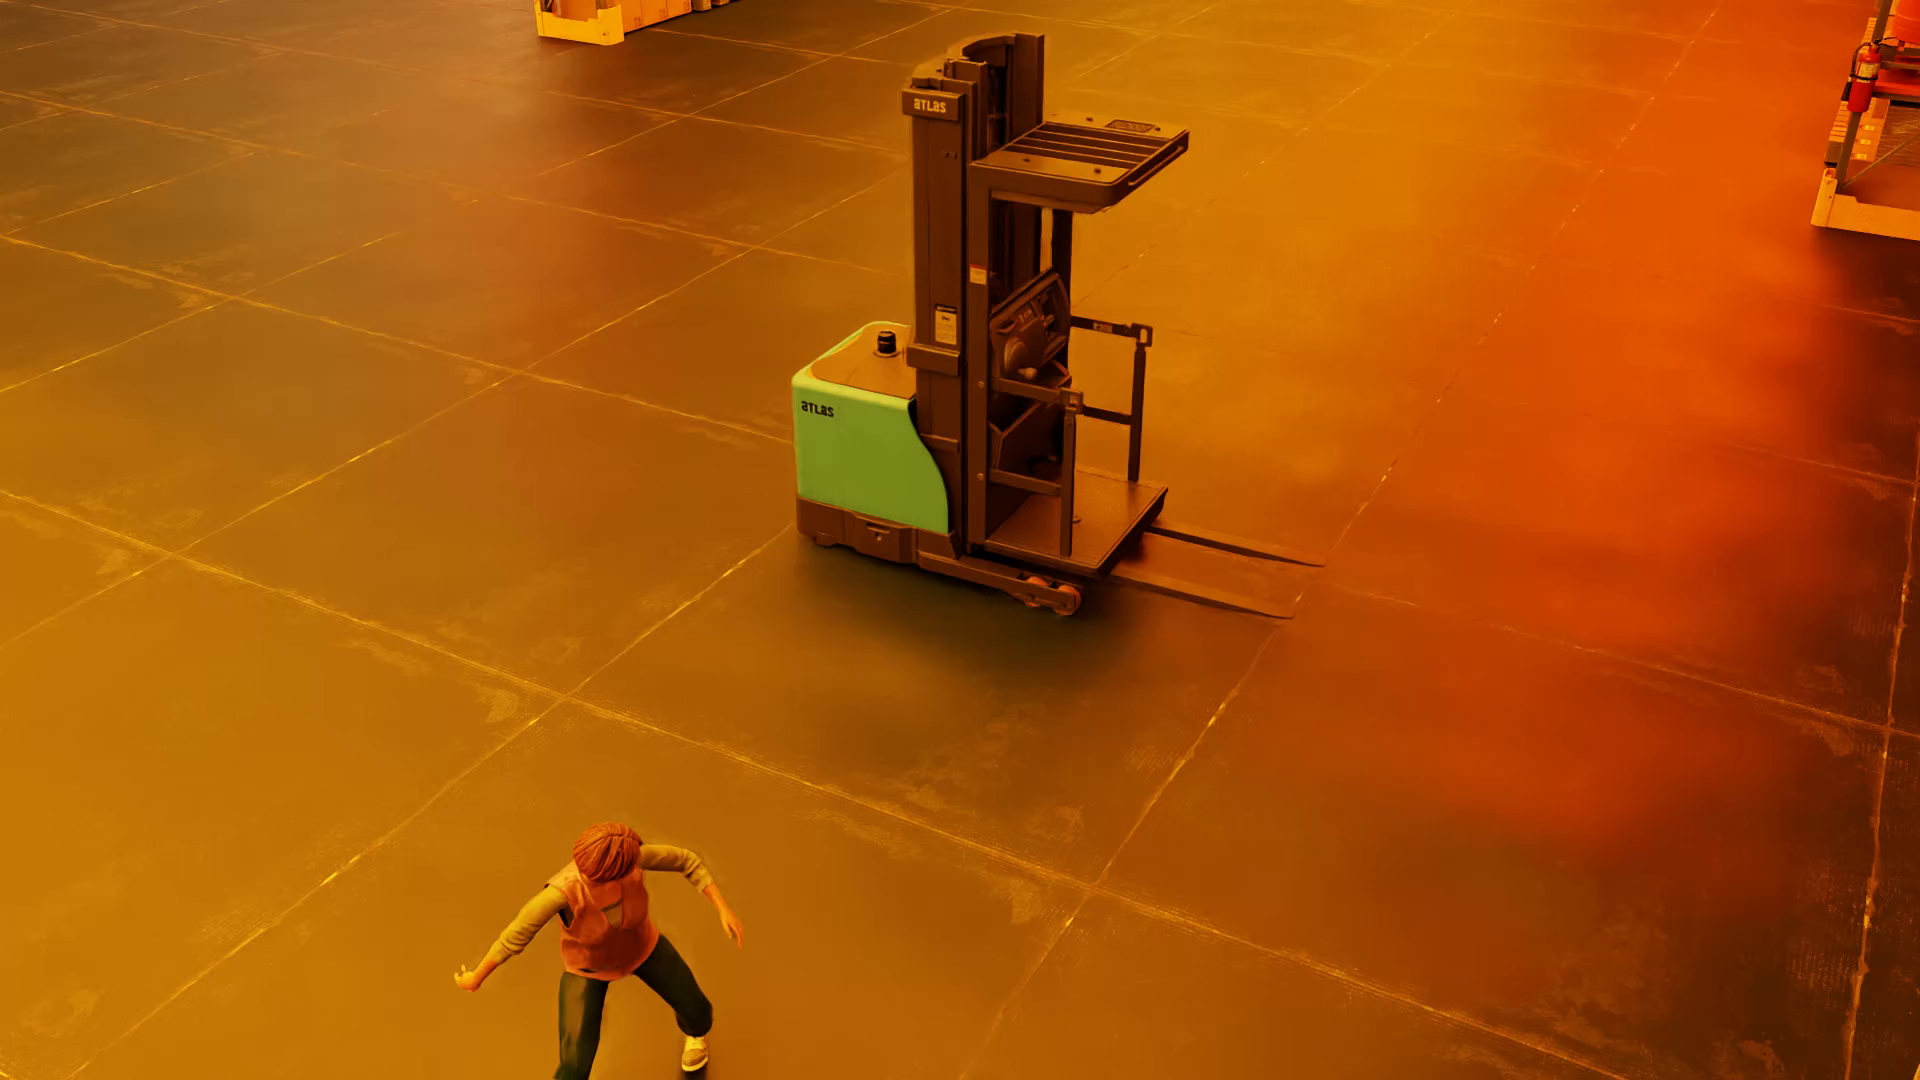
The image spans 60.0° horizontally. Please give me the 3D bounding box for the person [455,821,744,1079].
[{"bbox_3d":[-1.264,1.579,5.922,0.921,1.524,0.517,-18,34,-28],"label":"person"}]

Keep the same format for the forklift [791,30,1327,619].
[{"bbox_3d":[0.567,-1.152,9.067,3.031,2.935,1.130,14,33,23],"label":"forklift"}]
